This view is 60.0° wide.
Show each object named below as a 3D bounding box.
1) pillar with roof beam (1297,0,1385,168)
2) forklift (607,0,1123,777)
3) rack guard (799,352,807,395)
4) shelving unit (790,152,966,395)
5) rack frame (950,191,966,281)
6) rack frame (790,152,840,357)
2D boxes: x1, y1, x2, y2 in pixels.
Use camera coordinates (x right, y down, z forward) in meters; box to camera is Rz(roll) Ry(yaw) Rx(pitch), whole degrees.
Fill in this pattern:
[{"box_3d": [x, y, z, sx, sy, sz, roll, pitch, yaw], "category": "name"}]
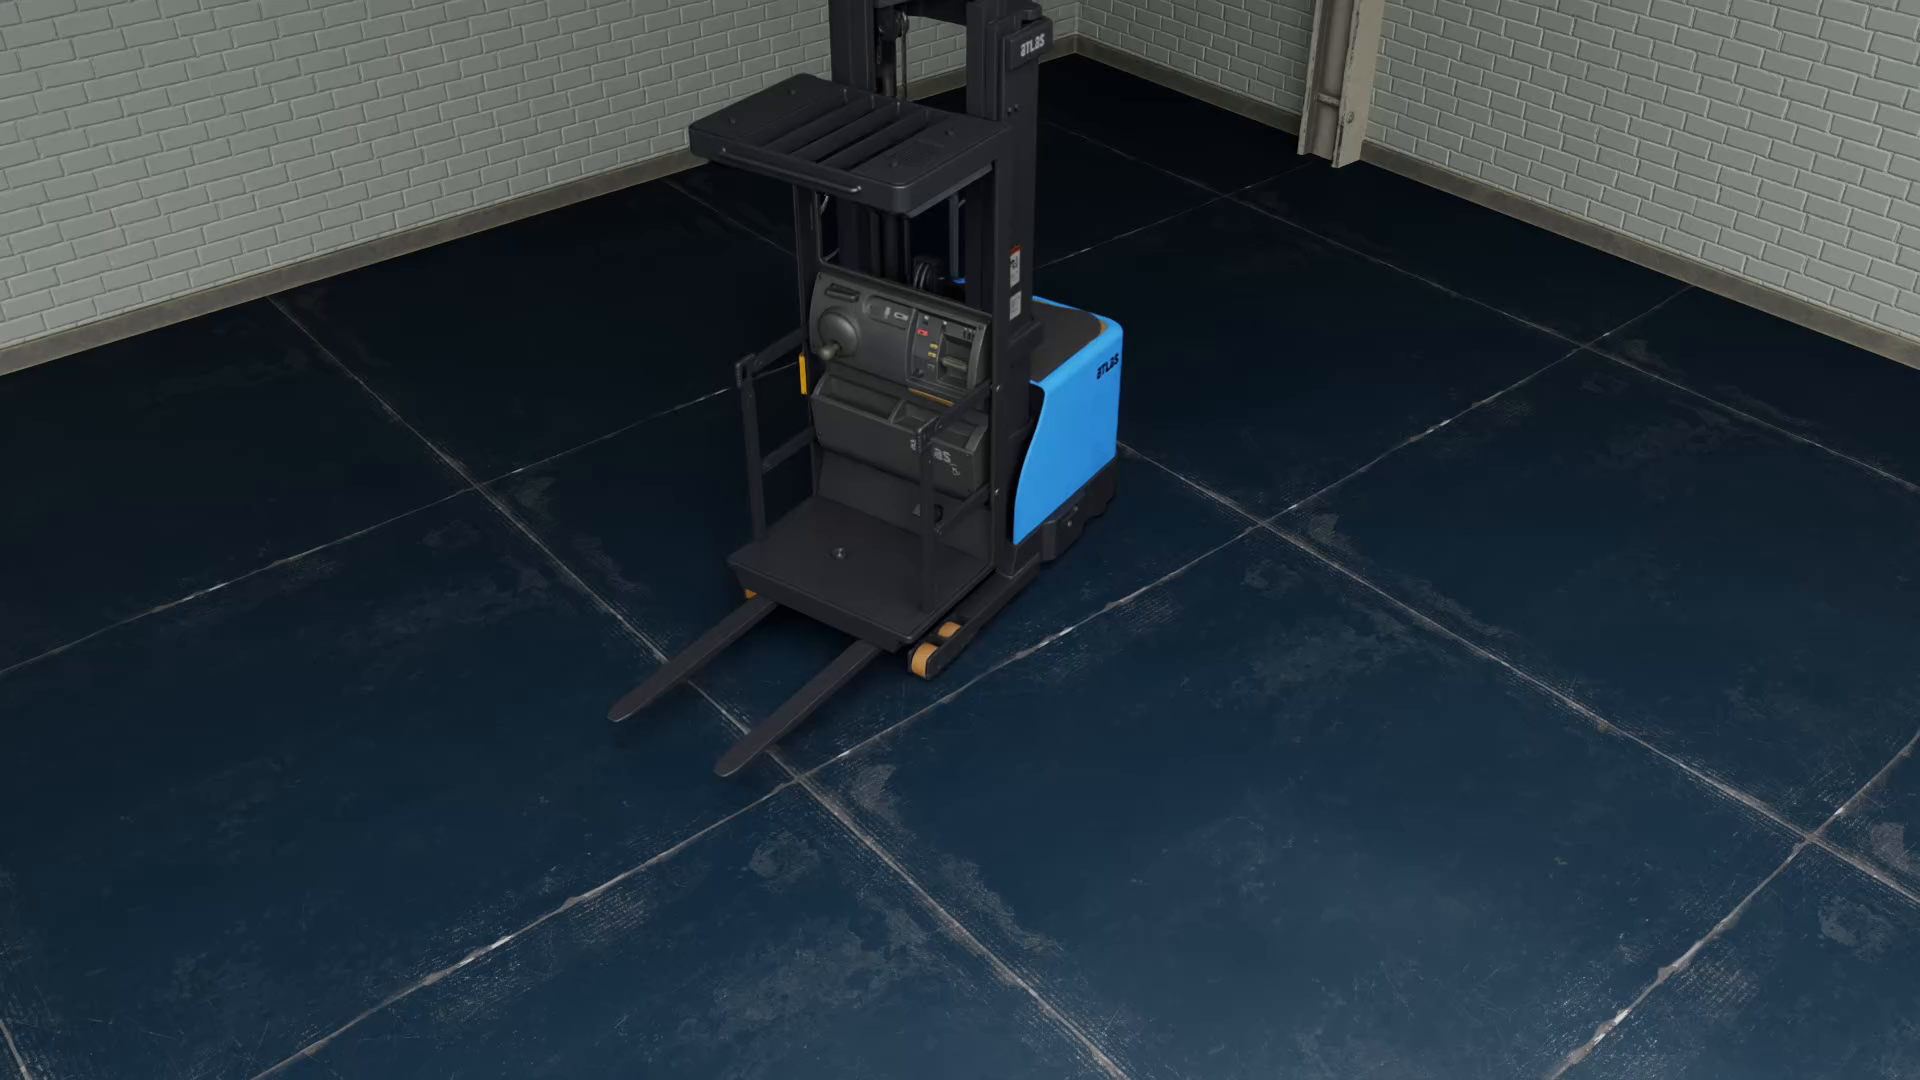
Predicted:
[{"box_3d": [-0.437, -5.036, 7.975, 9.100, 9.000, 0.400, -26, 43, -32], "category": "pillar with roof beam"}, {"box_3d": [-0.406, -0.866, 7.338, 1.130, 2.935, 3.031, 21, 41, 27], "category": "forklift"}, {"box_3d": [-0.765, -1.109, 10.000, 0.087, 0.250, 0.587, 19, 40, 25], "category": "rack guard"}, {"box_3d": [-0.339, -1.470, 9.429, 1.083, 1.500, 0.587, 19, 40, 25], "category": "shelving unit"}, {"box_3d": [0.089, -1.321, 9.219, 0.032, 1.500, 0.500, 19, 40, 25], "category": "rack frame"}, {"box_3d": [-0.782, -1.624, 9.647, 0.032, 1.500, 0.500, 19, 40, 25], "category": "rack frame"}]
